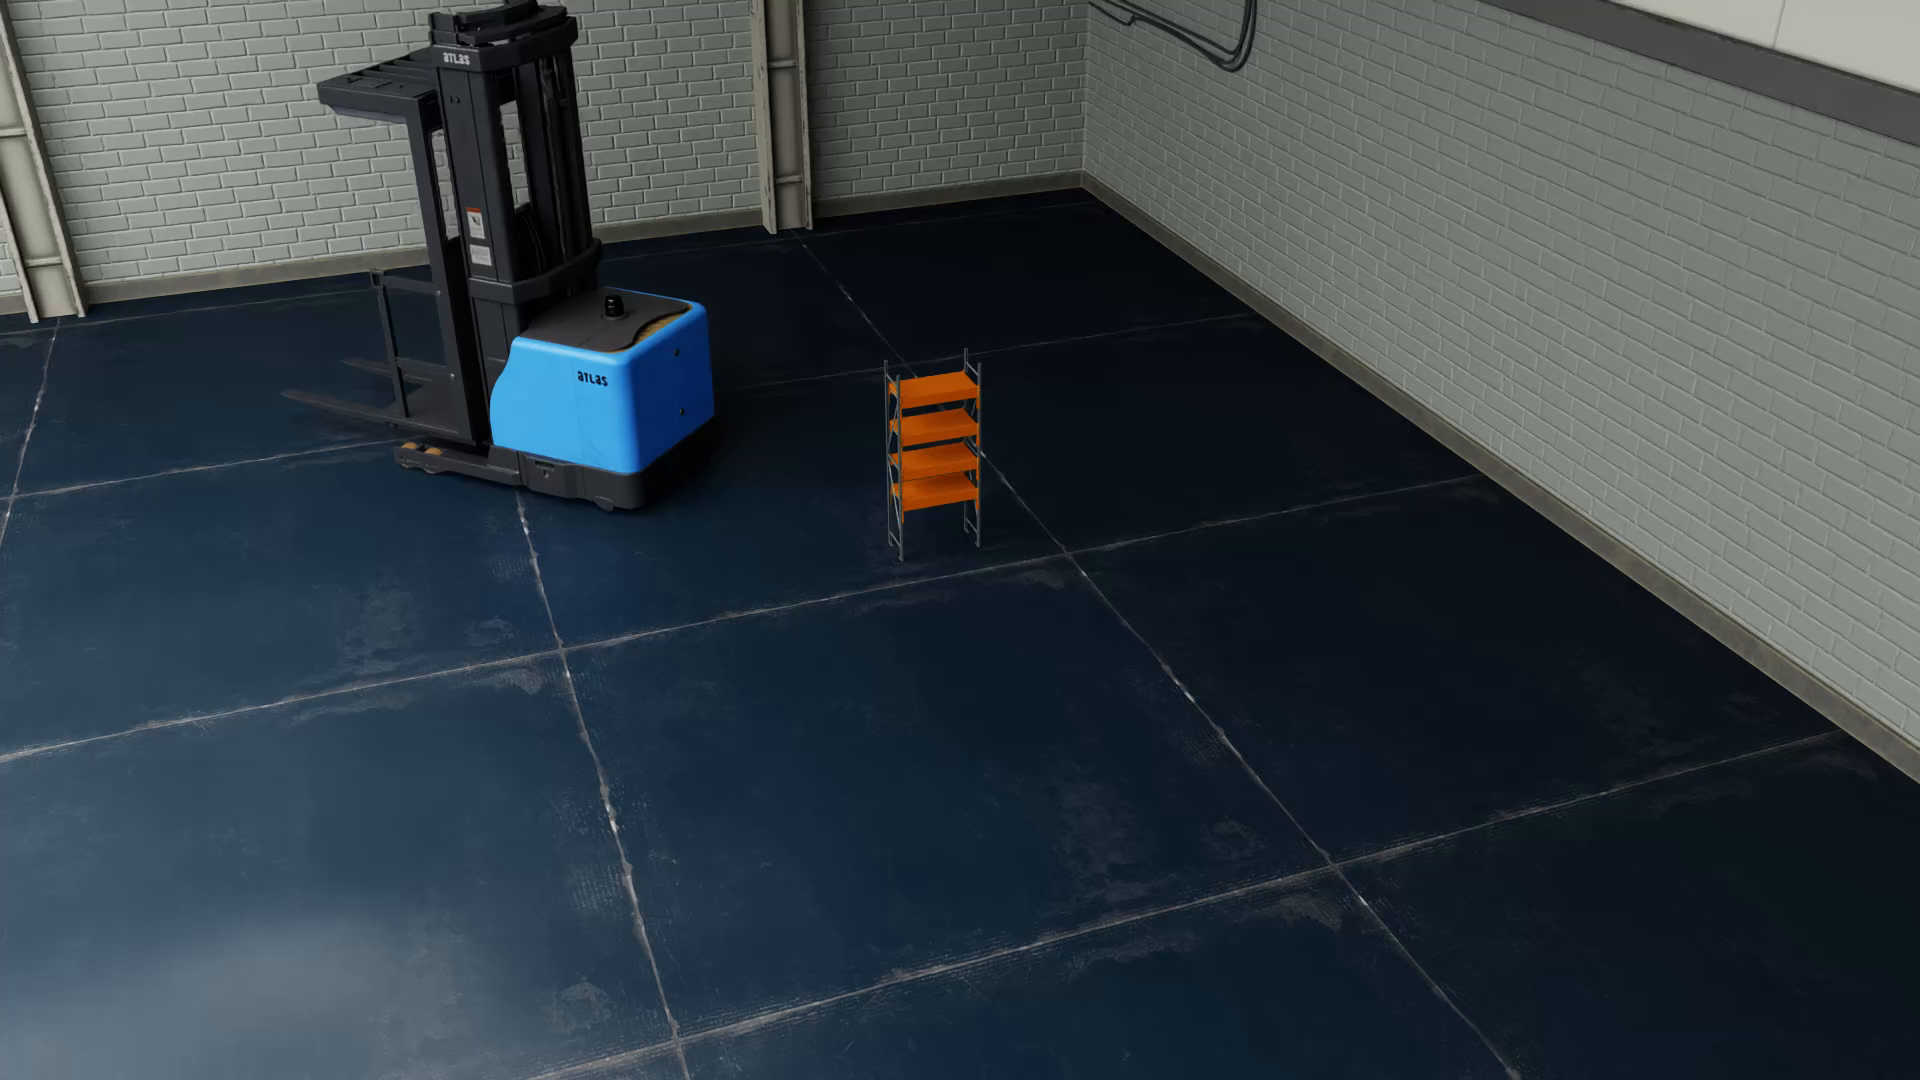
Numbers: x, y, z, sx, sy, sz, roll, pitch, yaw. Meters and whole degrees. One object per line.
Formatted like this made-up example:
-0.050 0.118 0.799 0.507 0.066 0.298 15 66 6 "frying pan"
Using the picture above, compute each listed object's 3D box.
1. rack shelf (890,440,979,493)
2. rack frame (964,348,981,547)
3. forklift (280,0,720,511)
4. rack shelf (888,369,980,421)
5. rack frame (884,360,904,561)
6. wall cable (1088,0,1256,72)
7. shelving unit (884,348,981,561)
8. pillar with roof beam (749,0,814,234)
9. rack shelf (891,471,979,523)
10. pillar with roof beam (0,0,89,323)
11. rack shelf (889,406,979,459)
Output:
-0.155 -0.434 9.787 0.480 0.148 0.258 -10 31 -18 "rack shelf"
0.074 -0.535 9.827 0.015 1.200 0.240 -10 31 -18 "rack frame"
-3.156 -1.929 10.525 3.031 2.935 1.130 13 32 21 "forklift"
-0.155 -0.834 9.559 0.480 0.148 0.258 -10 31 -18 "rack shelf"
-0.384 -0.451 9.679 0.015 1.200 0.240 -10 31 -18 "rack frame"
1.659 -5.306 13.459 0.112 2.526 3.097 -10 31 -18 "wall cable"
-0.155 -0.493 9.753 0.503 1.200 0.258 -10 31 -18 "shelving unit"
-0.062 -4.762 9.369 0.400 9.000 9.100 -10 31 -18 "pillar with roof beam"
-0.155 -0.262 9.885 0.480 0.148 0.258 -10 31 -18 "rack shelf"
-5.686 -3.727 7.551 0.400 9.000 9.100 -10 31 -18 "pillar with roof beam"
-0.155 -0.629 9.676 0.480 0.148 0.258 -10 31 -18 "rack shelf"
